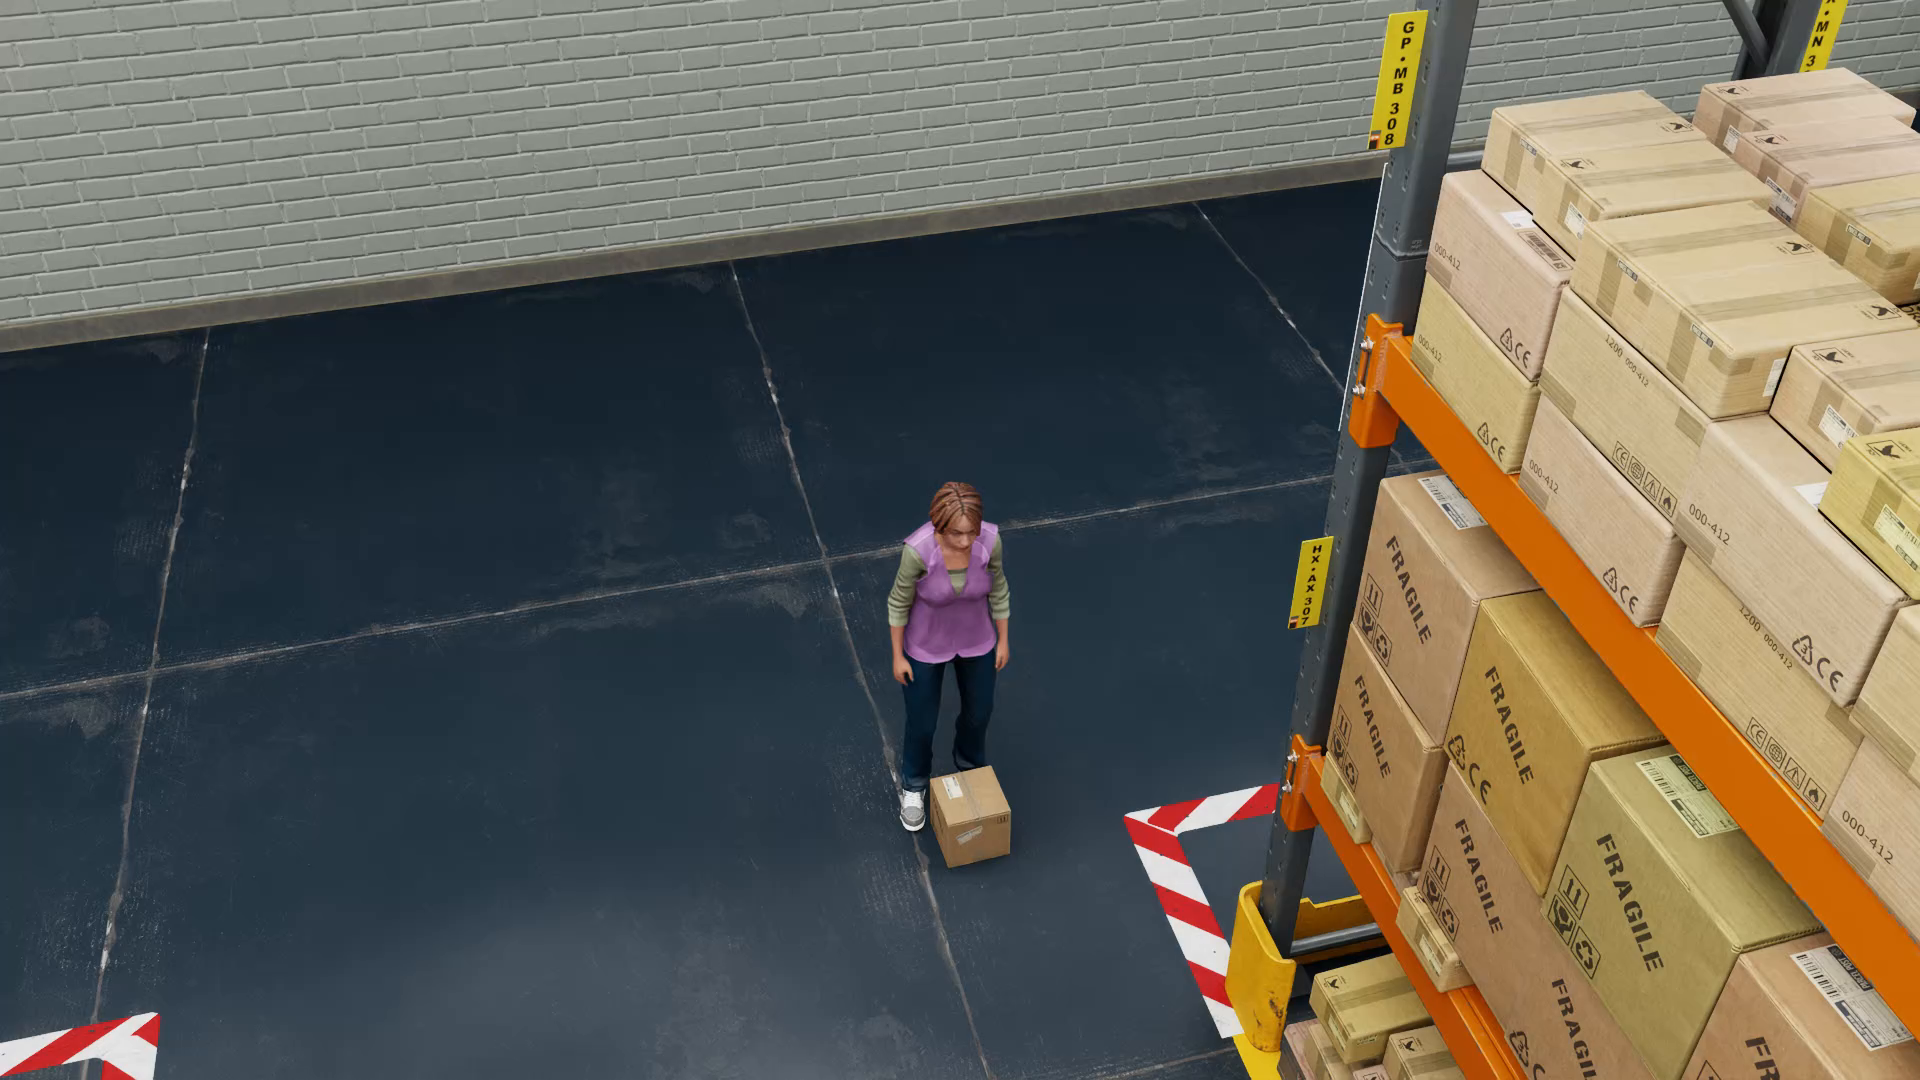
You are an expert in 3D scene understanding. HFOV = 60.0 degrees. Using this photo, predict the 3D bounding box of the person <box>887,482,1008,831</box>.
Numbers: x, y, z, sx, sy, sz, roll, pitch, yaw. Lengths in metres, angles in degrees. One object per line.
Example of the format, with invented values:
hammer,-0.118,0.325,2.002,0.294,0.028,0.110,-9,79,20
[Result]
person,-0.036,0.407,6.214,0.459,1.593,0.347,-10,40,-12
